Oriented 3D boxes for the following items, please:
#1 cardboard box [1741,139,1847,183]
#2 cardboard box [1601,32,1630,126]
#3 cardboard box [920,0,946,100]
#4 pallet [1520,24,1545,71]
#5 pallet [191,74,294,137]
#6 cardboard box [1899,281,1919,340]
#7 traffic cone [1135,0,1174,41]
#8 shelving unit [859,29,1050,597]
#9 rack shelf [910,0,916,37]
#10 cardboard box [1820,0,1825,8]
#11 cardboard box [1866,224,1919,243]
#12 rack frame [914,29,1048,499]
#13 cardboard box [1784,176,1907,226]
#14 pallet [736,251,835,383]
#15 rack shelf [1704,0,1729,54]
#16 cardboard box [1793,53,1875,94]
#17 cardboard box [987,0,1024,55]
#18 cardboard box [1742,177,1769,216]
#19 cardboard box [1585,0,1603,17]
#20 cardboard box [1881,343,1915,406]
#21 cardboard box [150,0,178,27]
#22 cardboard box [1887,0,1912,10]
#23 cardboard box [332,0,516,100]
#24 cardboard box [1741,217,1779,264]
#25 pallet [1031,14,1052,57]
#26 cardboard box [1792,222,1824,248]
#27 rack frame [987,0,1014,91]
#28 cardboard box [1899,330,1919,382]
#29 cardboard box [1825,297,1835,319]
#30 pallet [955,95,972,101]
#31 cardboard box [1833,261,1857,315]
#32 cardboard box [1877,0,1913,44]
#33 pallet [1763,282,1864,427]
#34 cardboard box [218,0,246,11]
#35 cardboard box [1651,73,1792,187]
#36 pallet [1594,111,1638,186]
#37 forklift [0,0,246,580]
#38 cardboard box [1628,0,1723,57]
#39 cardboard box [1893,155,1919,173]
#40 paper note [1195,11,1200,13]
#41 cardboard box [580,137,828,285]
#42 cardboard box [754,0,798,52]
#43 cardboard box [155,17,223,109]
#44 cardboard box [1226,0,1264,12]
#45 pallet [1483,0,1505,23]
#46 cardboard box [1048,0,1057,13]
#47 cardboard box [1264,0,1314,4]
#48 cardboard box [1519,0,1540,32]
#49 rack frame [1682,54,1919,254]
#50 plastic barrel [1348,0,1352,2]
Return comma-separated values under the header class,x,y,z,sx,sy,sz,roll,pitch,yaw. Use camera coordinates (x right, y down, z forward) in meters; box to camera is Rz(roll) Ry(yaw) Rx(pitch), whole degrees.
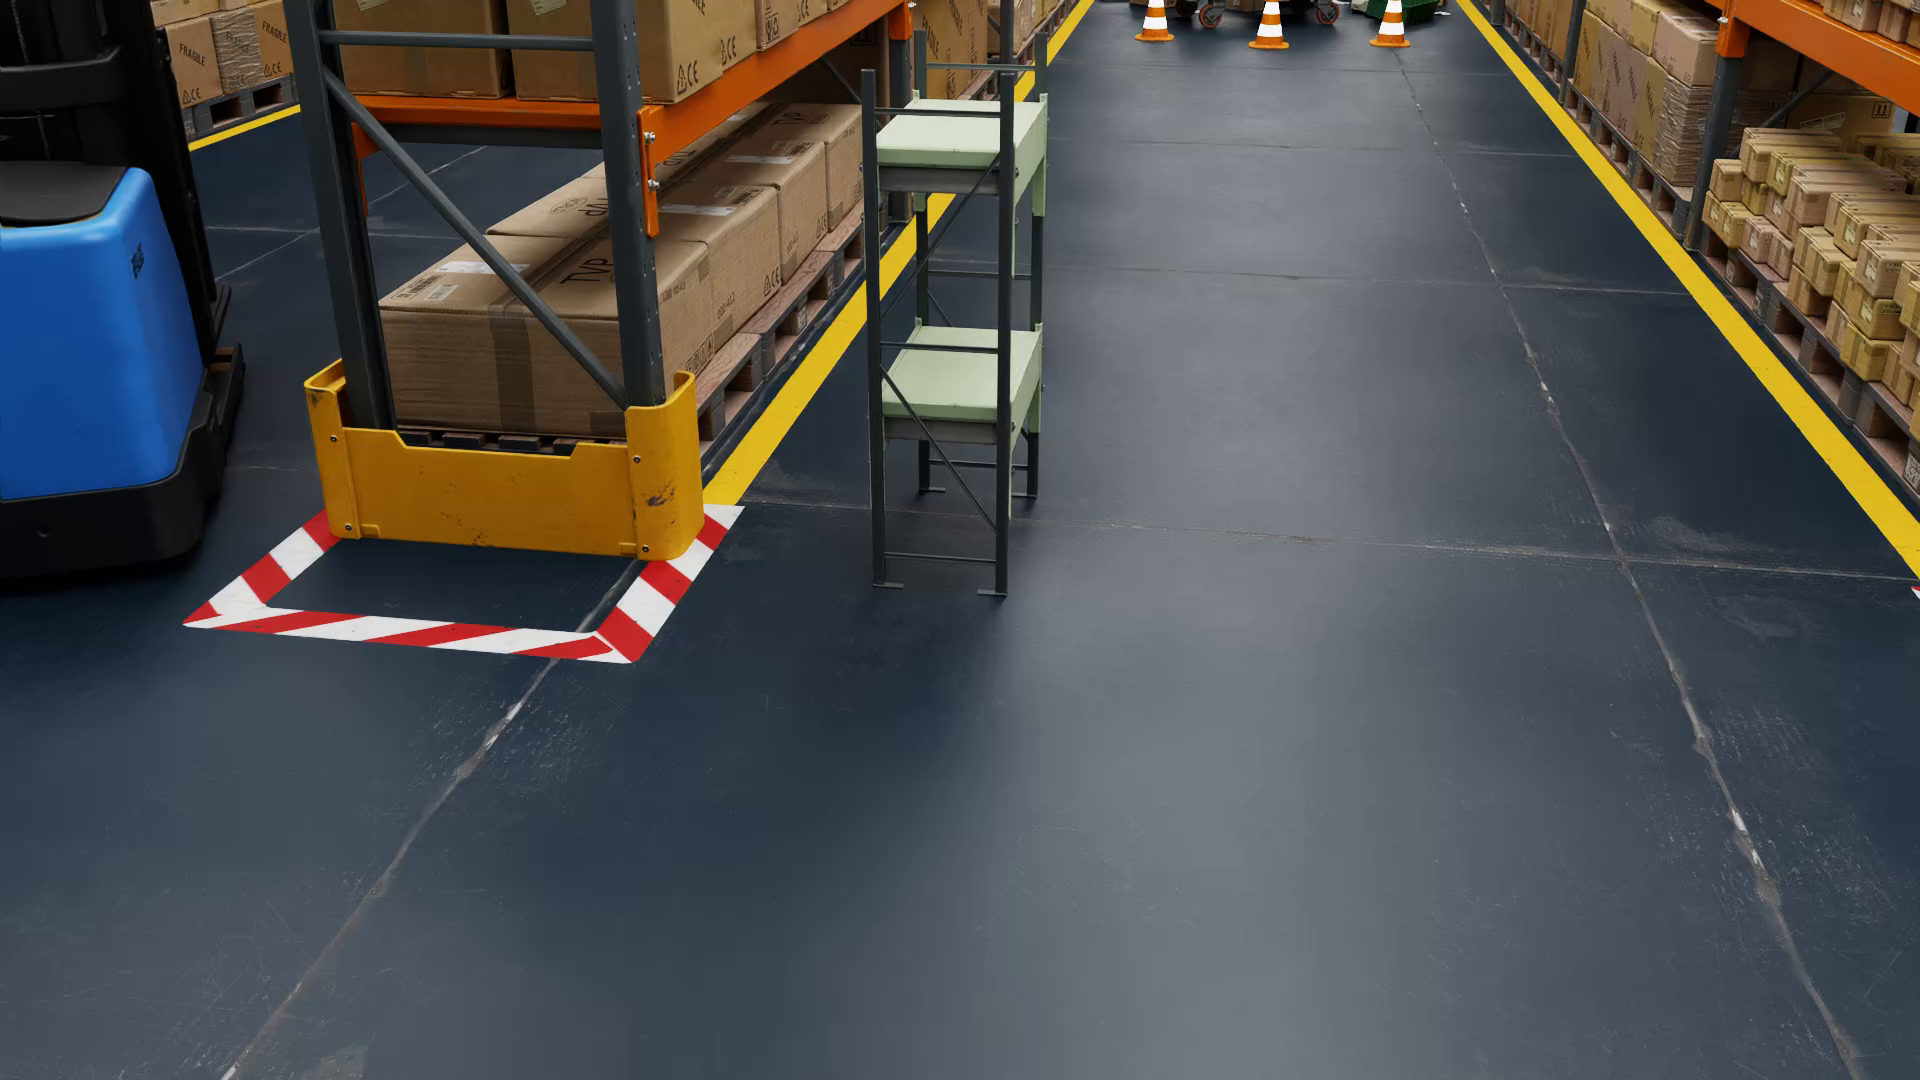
class,x,y,z,sx,sy,sz,roll,pitch,yaw
cardboard box,3.776,-1.711,7.532,0.380,0.149,0.250,5,26,11
cardboard box,4.269,-2.810,10.169,0.500,0.500,0.500,3,25,7
cardboard box,-0.597,-2.955,10.035,0.875,0.875,0.875,5,26,10
pallet,5.199,-4.026,13.603,1.003,0.211,1.213,4,25,9
pallet,-5.364,-3.018,11.448,1.003,0.211,1.213,4,25,9
cardboard box,3.338,-0.736,5.449,0.380,0.149,0.250,3,25,7
traffic cone,1.726,-4.665,14.670,0.336,0.463,0.334,4,25,9
shelving unit,0.001,-0.682,4.938,0.431,1.500,0.755,4,25,9
rack shelf,-0.433,-3.594,10.239,1.077,0.370,4.000,4,25,9
cardboard box,3.760,-2.232,6.776,0.380,0.149,0.250,3,25,6
cardboard box,3.584,-1.058,6.138,0.380,0.149,0.250,3,25,7
rack frame,0.061,-0.835,5.265,0.400,1.500,0.023,4,25,9
cardboard box,3.641,-1.390,6.847,0.380,0.149,0.250,5,25,10
pallet,-1.158,-0.996,7.130,1.003,0.211,1.213,4,25,9
rack shelf,4.467,-3.294,9.597,1.077,0.370,4.000,4,25,9
cardboard box,4.522,-2.471,8.560,0.500,0.250,0.500,3,25,6
cardboard box,-0.004,-3.992,12.845,0.950,0.372,0.625,2,25,5
cardboard box,3.813,-1.575,7.594,0.380,0.149,0.250,4,25,9
cardboard box,4.443,-3.582,10.933,0.500,0.250,0.500,3,25,6
cardboard box,3.465,-0.567,5.790,0.380,0.149,0.250,4,25,9
cardboard box,-5.227,-3.356,10.570,0.380,0.149,0.250,4,25,8
cardboard box,3.561,-2.131,5.796,0.500,0.500,0.500,5,26,11
cardboard box,-1.596,-1.676,5.175,0.500,0.500,0.500,4,25,9
cardboard box,3.731,-1.333,7.427,0.380,0.149,0.250,4,25,8
pallet,0.225,-4.329,14.250,1.003,0.211,1.213,4,25,9
cardboard box,3.693,-1.245,6.888,0.380,0.149,0.250,5,26,11
rack frame,-0.106,-4.757,11.874,1.000,3.000,0.127,4,25,9
cardboard box,3.375,-0.602,5.514,0.380,0.149,0.250,3,25,6
cardboard box,3.624,-0.891,6.484,0.380,0.149,0.250,5,25,10
pallet,-0.511,-2.660,10.685,1.003,0.211,1.213,4,25,9
cardboard box,3.507,-0.925,6.205,0.380,0.149,0.250,5,26,11
cardboard box,3.606,-1.904,6.076,0.380,0.149,0.250,5,26,10
pallet,3.868,-0.725,6.550,1.003,0.211,1.213,4,25,9
cardboard box,-5.079,-3.674,11.249,0.380,0.149,0.250,3,25,6
cardboard box,4.013,-2.168,8.797,0.500,0.500,0.500,4,25,8
pallet,4.463,-2.357,10.038,1.003,0.211,1.213,4,25,9
forklift,-3.257,-1.756,5.543,1.130,2.935,3.031,-8,26,-16
cardboard box,4.182,-2.946,9.574,0.500,0.250,0.500,3,25,6
cardboard box,4.303,-1.570,7.232,0.380,0.149,0.250,4,25,8
paper note,2.318,-5.188,16.298,0.148,0.019,0.142,4,25,9
cardboard box,-1.114,-1.484,7.409,0.875,0.438,0.875,3,25,7
cardboard box,-0.896,-2.062,5.999,0.500,0.500,0.500,4,25,8
cardboard box,-5.193,-3.103,10.793,0.500,0.500,0.500,3,25,7
cardboard box,2.798,-5.383,16.438,0.258,0.266,0.396,-14,29,-27
pallet,5.649,-5.179,16.064,1.003,0.211,1.213,4,25,9
cardboard box,0.350,-4.909,14.804,0.950,0.372,0.625,6,26,12
cardboard box,3.267,-5.732,16.741,0.797,0.637,0.503,4,25,9
cardboard box,5.274,-4.631,13.764,1.050,0.750,0.750,4,25,9
rack frame,4.140,-2.783,7.657,1.000,3.000,0.127,4,25,9
plastic barrel,4.120,-5.543,16.592,0.421,0.421,0.512,-20,32,-36
